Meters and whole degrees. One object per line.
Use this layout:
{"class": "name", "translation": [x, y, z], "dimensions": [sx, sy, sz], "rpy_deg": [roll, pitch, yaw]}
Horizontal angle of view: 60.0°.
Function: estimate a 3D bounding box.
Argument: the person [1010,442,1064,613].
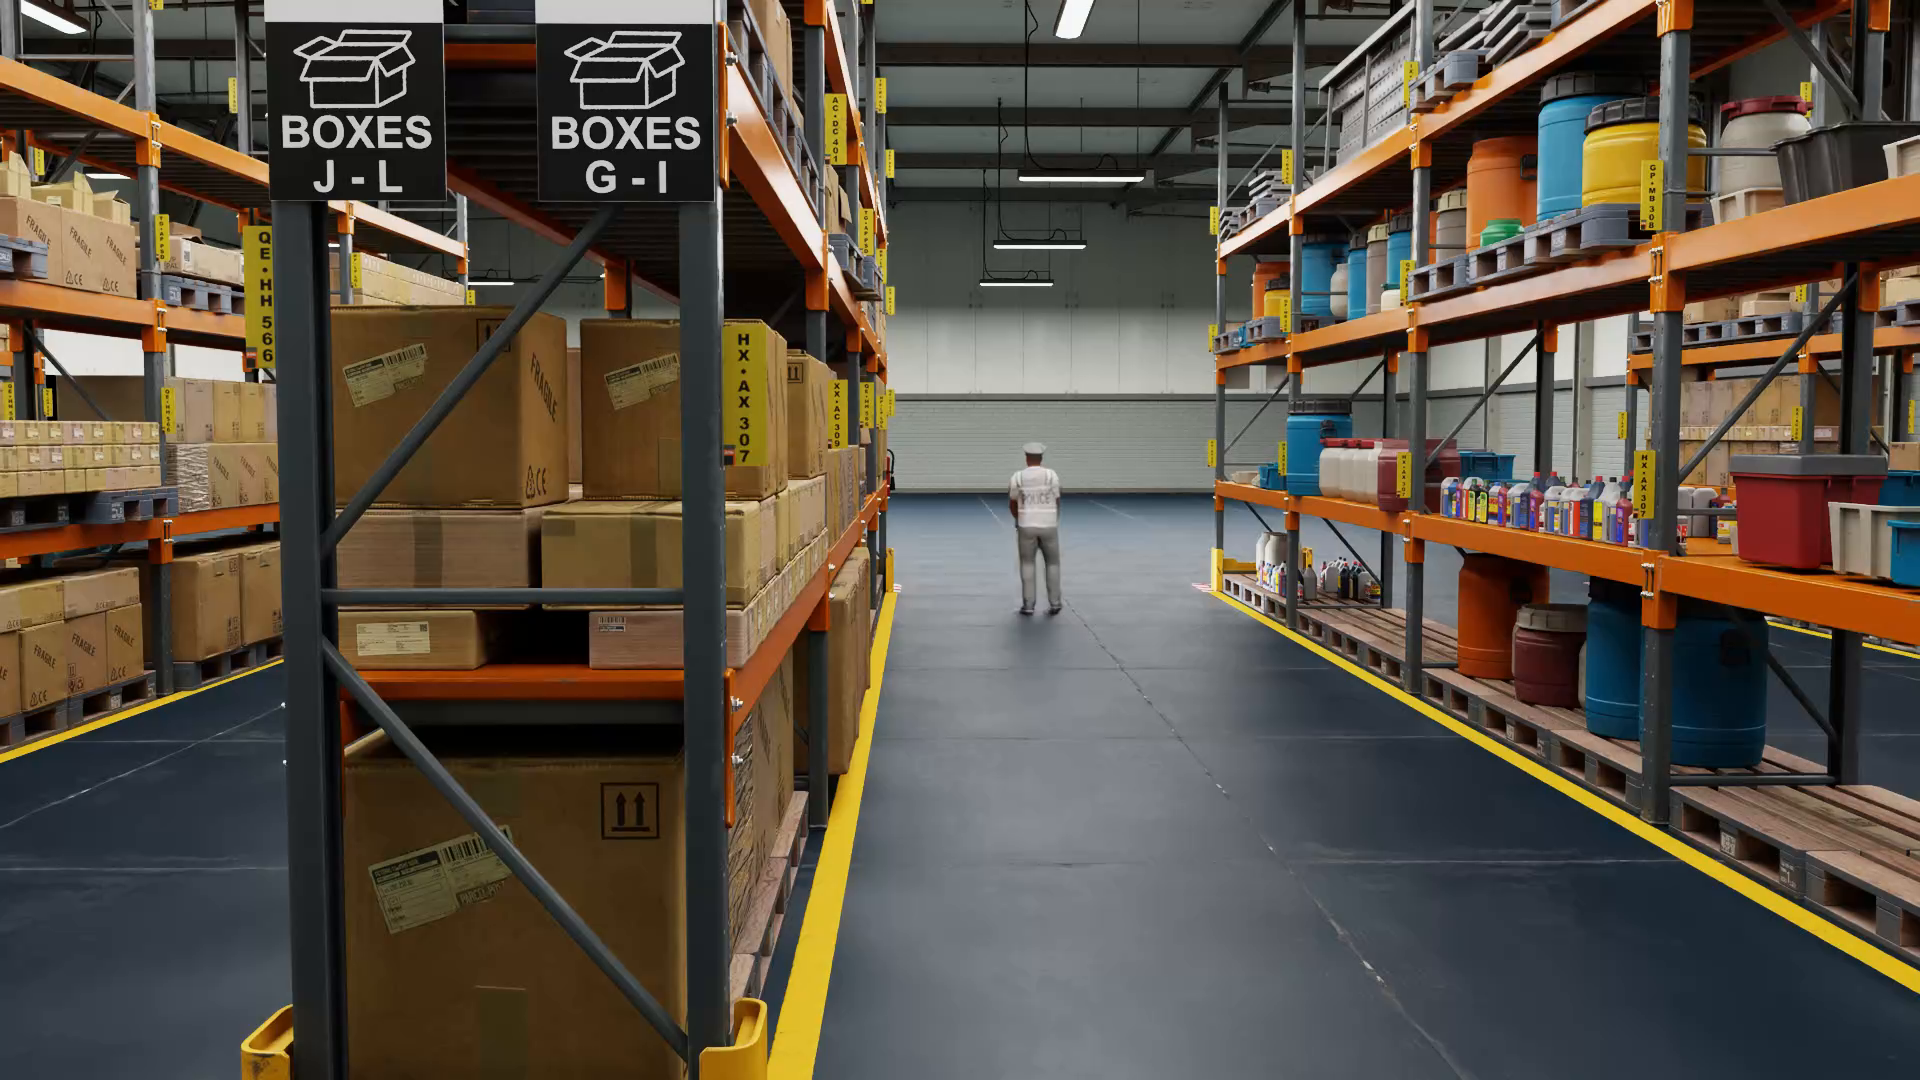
{"class": "person", "translation": [0.809, -0.139, 17.487], "dimensions": [0.570, 1.778, 0.601], "rpy_deg": [0, 4, 3]}
